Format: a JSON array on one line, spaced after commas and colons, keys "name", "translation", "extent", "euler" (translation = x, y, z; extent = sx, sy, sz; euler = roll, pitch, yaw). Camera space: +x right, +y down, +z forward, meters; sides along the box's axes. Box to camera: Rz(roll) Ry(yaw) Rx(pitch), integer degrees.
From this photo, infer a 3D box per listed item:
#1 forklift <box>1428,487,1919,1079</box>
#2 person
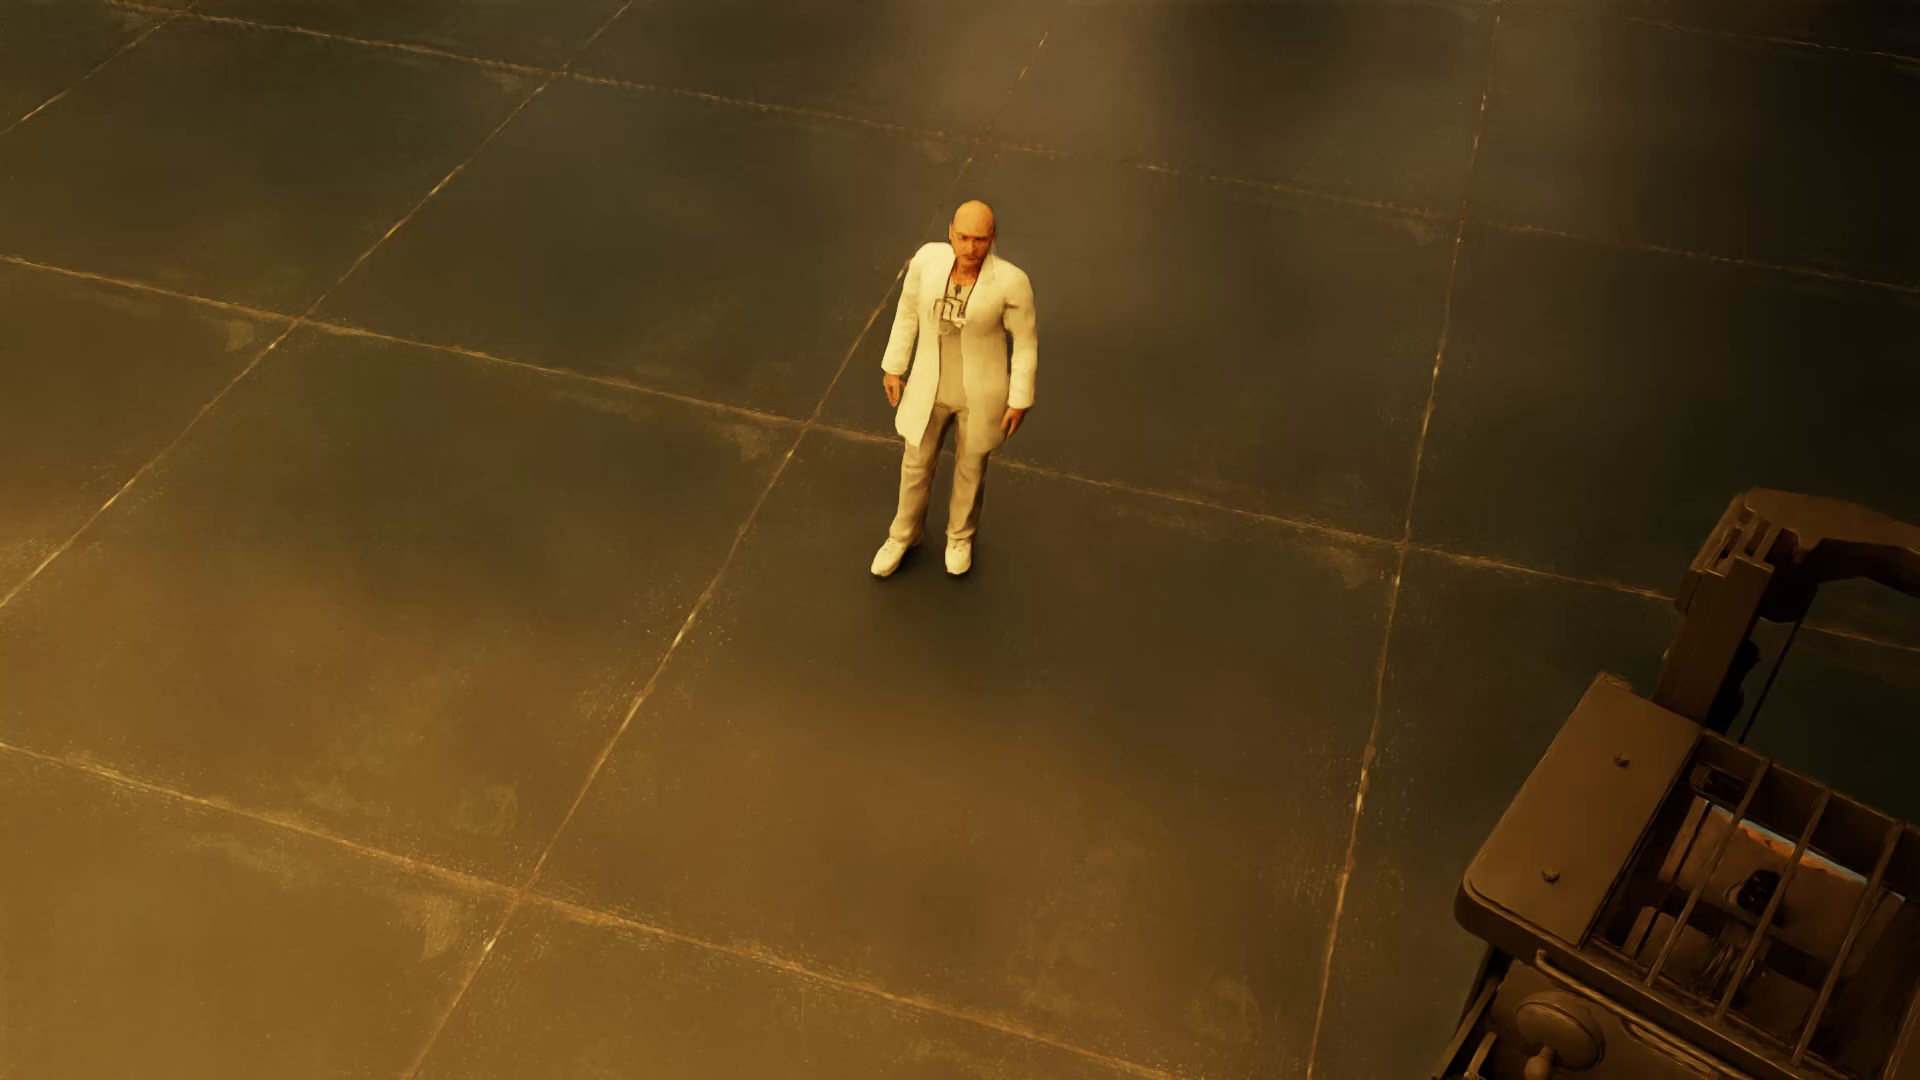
[{"name": "forklift", "translation": [1.727, 1.443, 4.138], "extent": [1.130, 2.935, 3.031], "euler": [28, 50, 27]}, {"name": "person", "translation": [-0.032, -0.598, 7.168], "extent": [0.694, 1.776, 0.579], "euler": [12, 44, 13]}]
